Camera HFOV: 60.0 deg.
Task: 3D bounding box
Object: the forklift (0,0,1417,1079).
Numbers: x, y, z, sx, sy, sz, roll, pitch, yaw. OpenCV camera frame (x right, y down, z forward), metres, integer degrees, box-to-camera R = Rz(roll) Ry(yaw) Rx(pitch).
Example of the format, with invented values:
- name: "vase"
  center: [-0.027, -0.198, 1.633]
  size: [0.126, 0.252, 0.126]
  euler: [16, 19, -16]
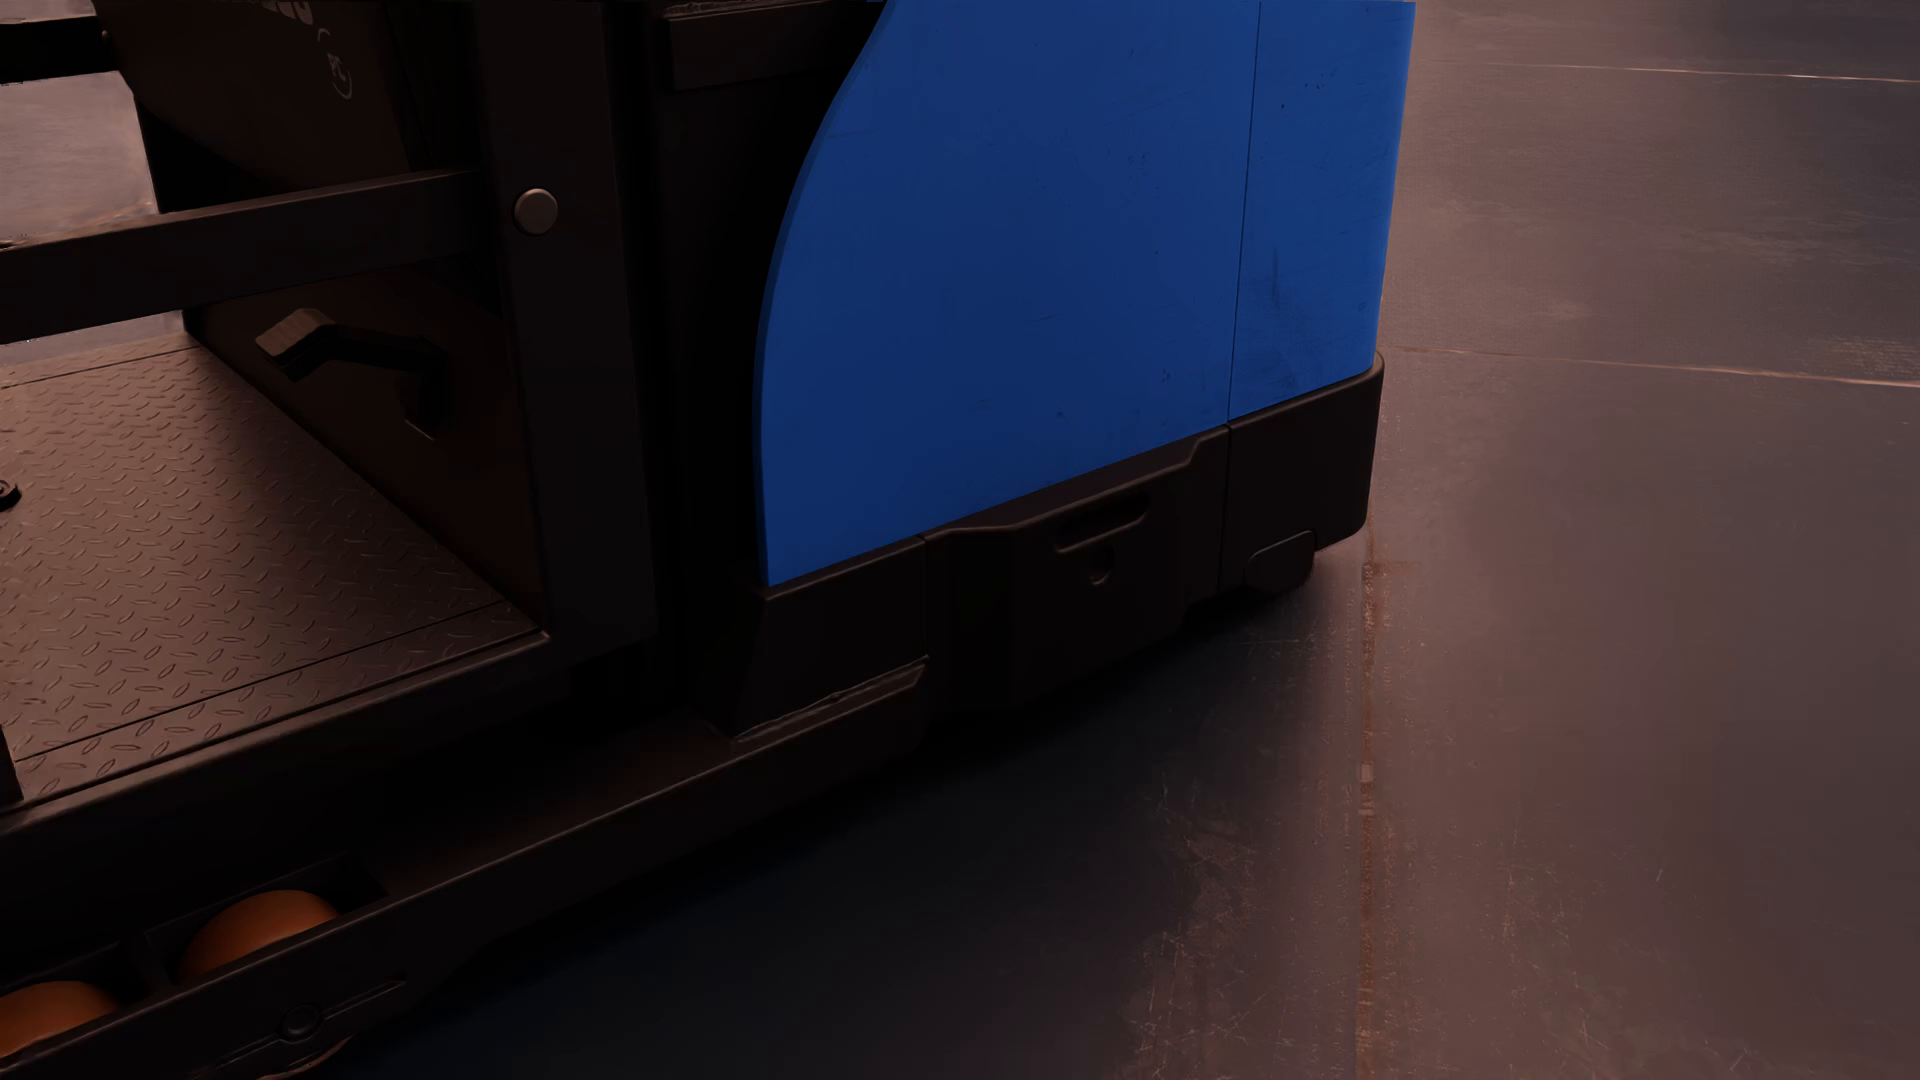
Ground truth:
- name: "forklift"
  center: [-0.872, -1.029, 1.286]
  size: [3.031, 2.935, 1.130]
  euler: [-20, 33, -34]
